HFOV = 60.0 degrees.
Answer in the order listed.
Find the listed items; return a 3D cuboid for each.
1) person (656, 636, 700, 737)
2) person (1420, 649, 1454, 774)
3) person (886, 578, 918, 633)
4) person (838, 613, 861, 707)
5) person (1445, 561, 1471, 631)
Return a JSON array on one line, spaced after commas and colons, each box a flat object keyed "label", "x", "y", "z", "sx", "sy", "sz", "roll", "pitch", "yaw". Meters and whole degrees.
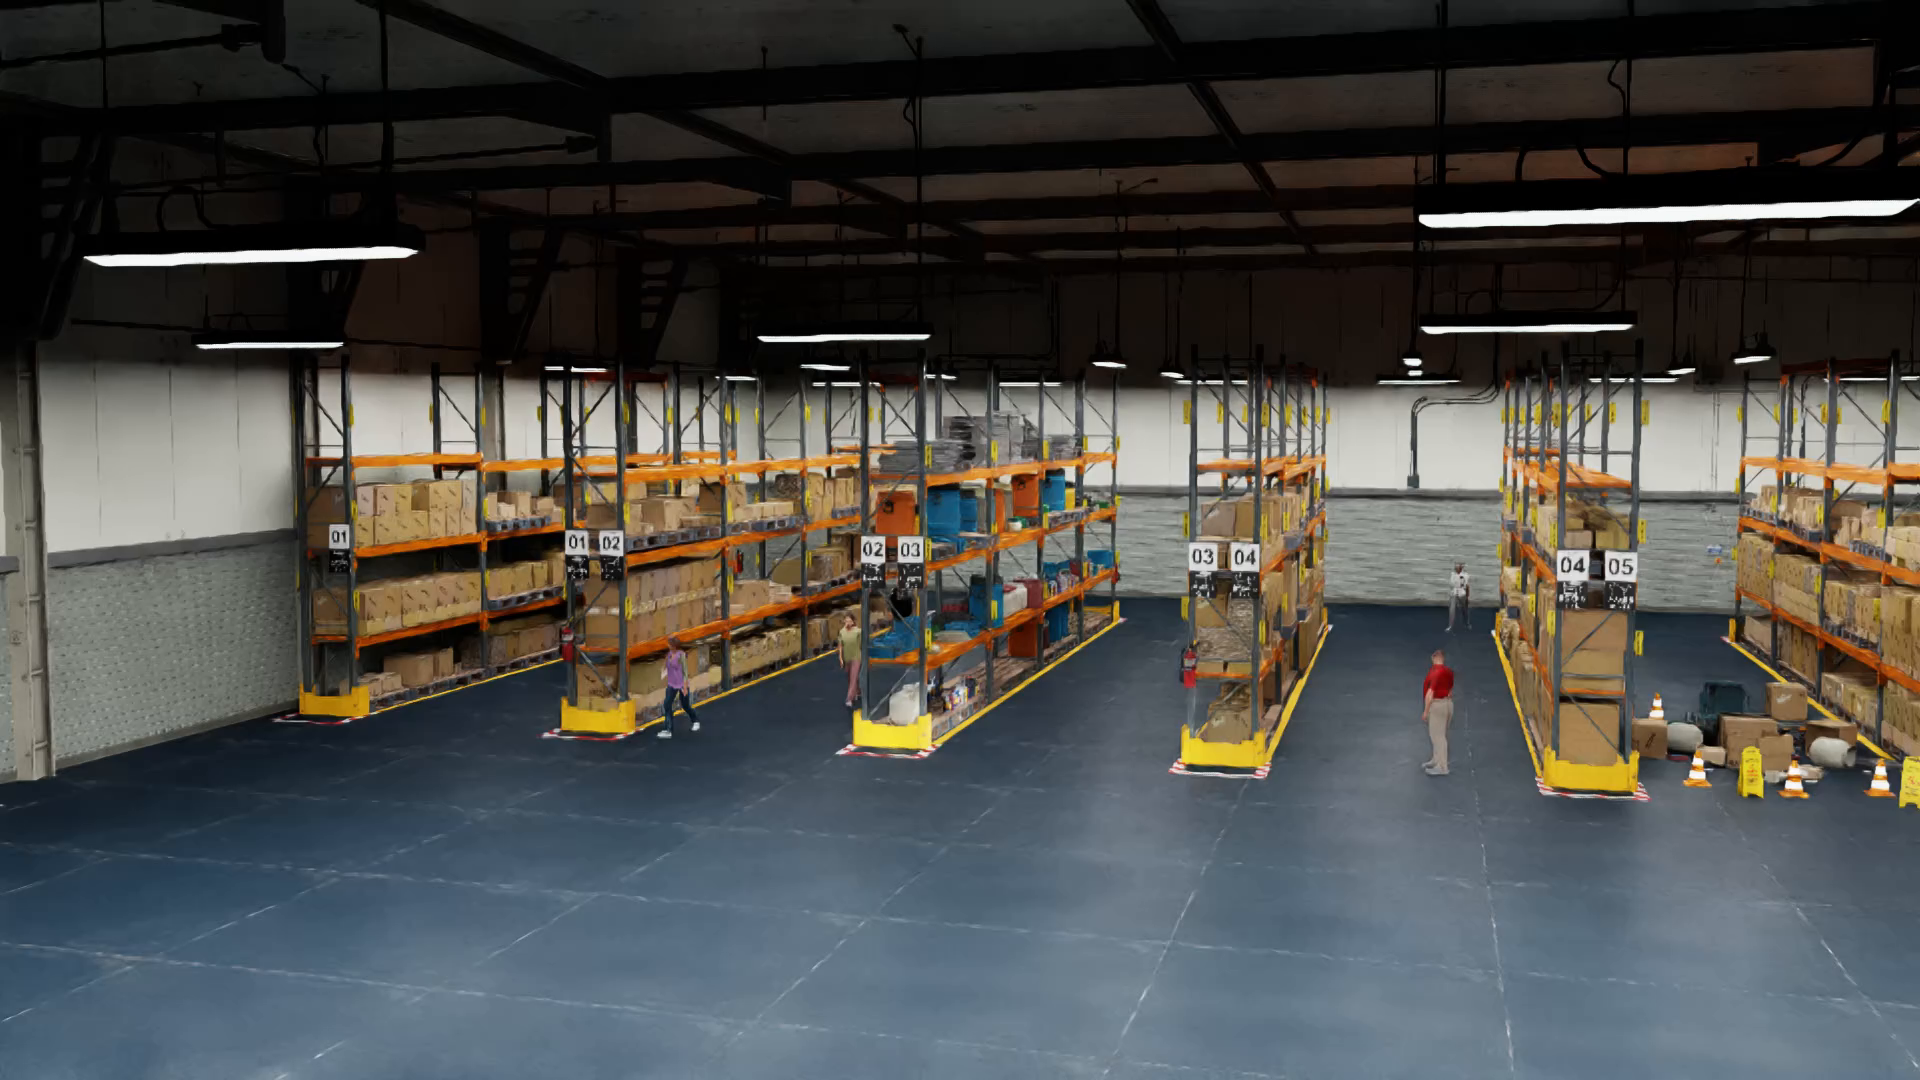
[{"label": "person", "x": -4.381, "y": 2.266, "z": 25.967, "sx": 0.428, "sy": 1.557, "sz": 0.807, "roll": 3, "pitch": 5, "yaw": 37}, {"label": "person", "x": 6.686, "y": 2.382, "z": 23.328, "sx": 0.562, "sy": 1.726, "sz": 0.623, "roll": 4, "pitch": 6, "yaw": 44}, {"label": "person", "x": -1.205, "y": 1.587, "z": 34.528, "sx": 0.677, "sy": 1.671, "sz": 0.534, "roll": 1, "pitch": 4, "yaw": 13}, {"label": "person", "x": -1.899, "y": 2.042, "z": 28.695, "sx": 0.448, "sy": 1.588, "sz": 1.110, "roll": 1, "pitch": 4, "yaw": 18}, {"label": "person", "x": 11.634, "y": 1.284, "z": 38.671, "sx": 0.454, "sy": 1.643, "sz": 0.907, "roll": 3, "pitch": 5, "yaw": 35}]
